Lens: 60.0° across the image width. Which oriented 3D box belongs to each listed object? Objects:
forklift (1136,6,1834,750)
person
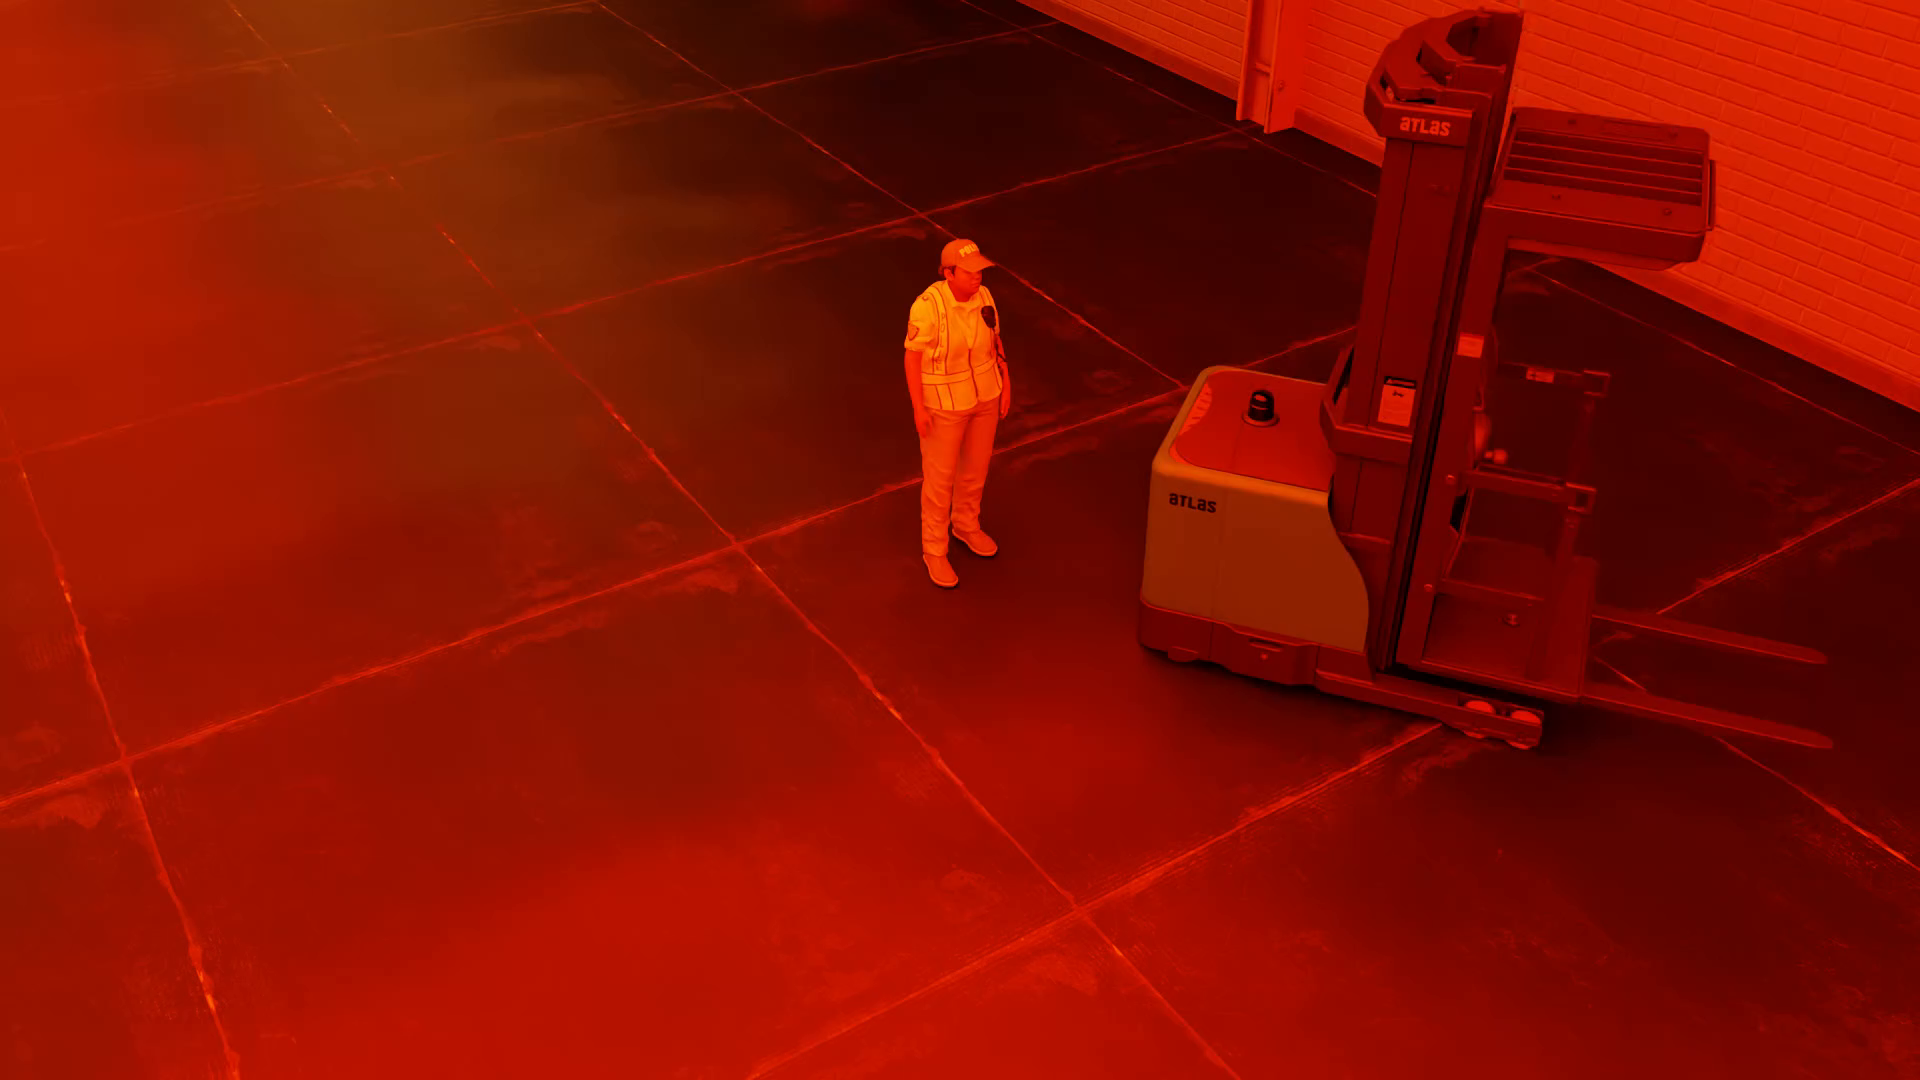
[{"bbox_3d":[2.409,-0.622,7.033,3.031,2.935,1.130,12,37,17],"label":"forklift"},{"bbox_3d":[0.023,-0.643,8.150,0.598,1.670,0.527,-21,40,-27],"label":"person"}]
